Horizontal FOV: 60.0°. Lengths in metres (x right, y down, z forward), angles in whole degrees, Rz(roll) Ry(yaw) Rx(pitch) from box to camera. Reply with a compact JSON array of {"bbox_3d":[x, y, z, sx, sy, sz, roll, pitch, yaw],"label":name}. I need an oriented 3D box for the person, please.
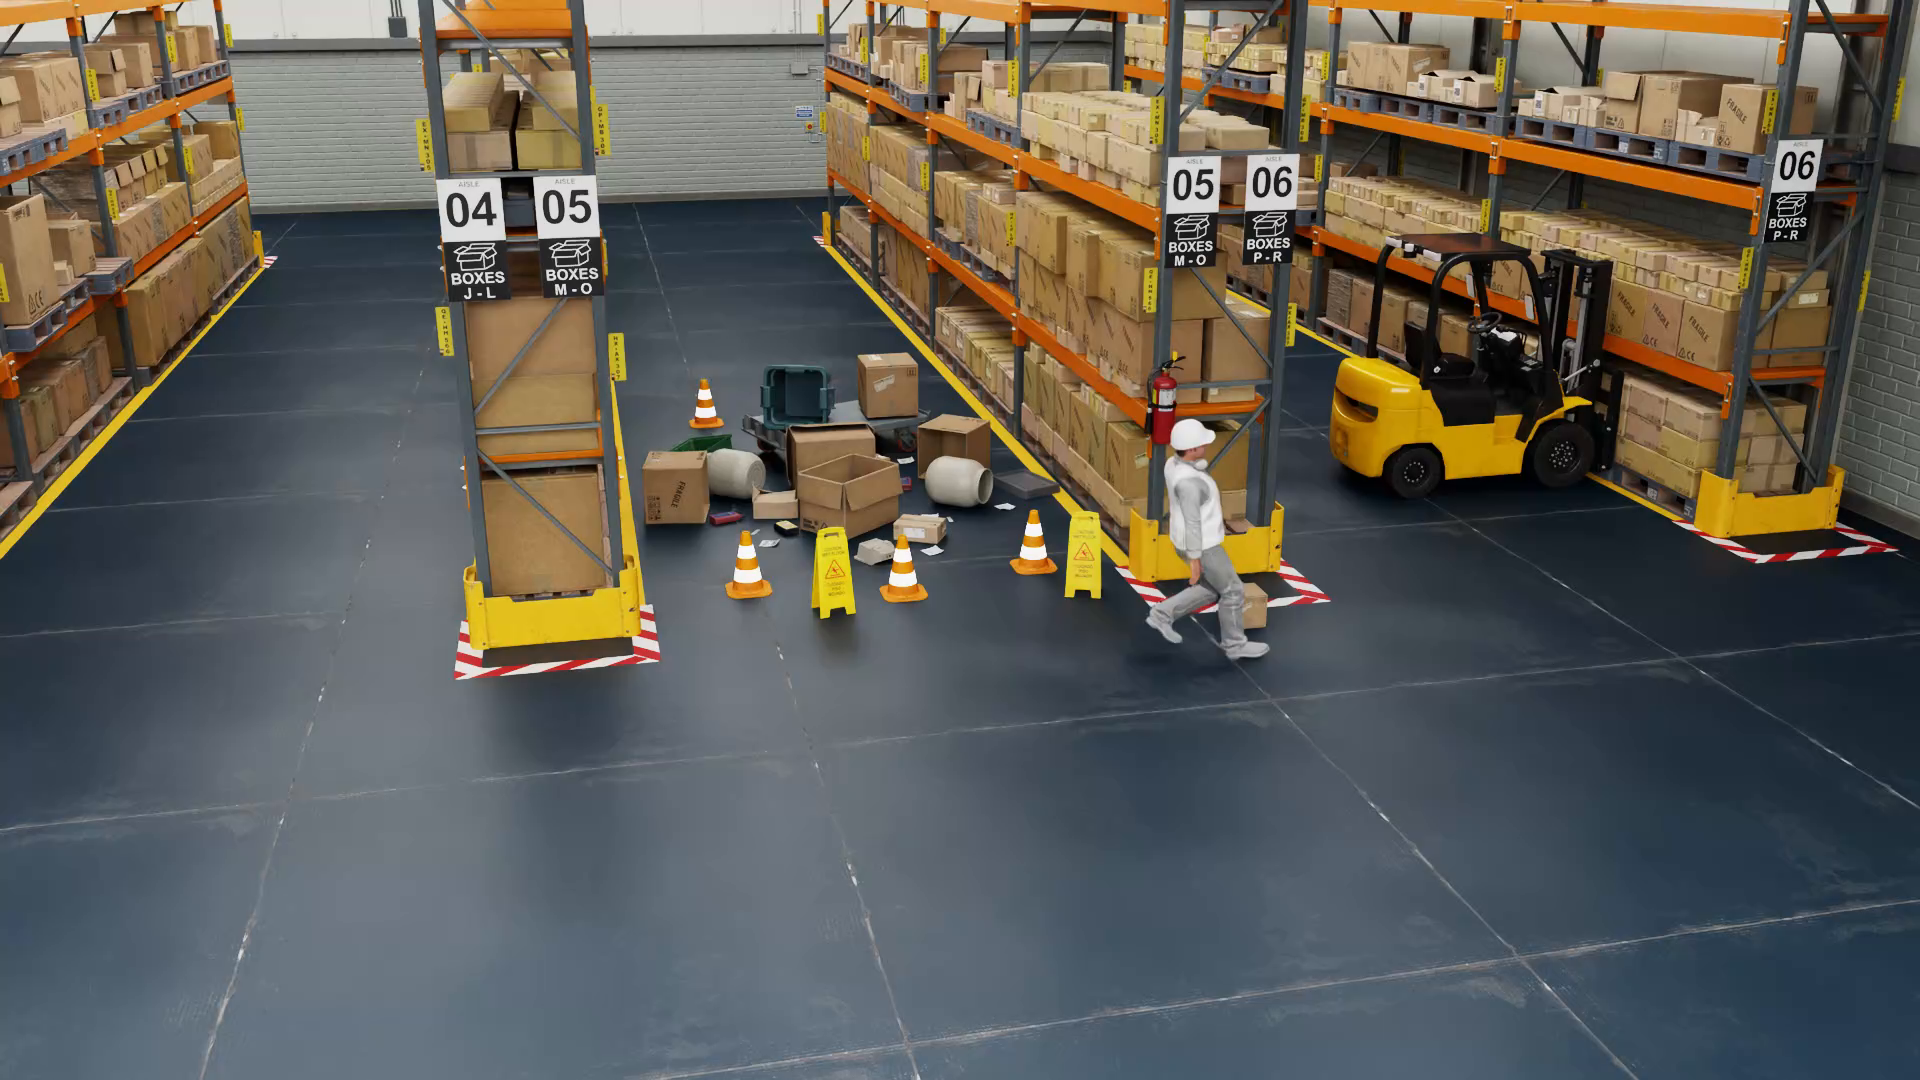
[{"bbox_3d":[1.697,-0.011,11.160,0.842,1.701,0.587,-1,20,-4],"label":"person"}]
